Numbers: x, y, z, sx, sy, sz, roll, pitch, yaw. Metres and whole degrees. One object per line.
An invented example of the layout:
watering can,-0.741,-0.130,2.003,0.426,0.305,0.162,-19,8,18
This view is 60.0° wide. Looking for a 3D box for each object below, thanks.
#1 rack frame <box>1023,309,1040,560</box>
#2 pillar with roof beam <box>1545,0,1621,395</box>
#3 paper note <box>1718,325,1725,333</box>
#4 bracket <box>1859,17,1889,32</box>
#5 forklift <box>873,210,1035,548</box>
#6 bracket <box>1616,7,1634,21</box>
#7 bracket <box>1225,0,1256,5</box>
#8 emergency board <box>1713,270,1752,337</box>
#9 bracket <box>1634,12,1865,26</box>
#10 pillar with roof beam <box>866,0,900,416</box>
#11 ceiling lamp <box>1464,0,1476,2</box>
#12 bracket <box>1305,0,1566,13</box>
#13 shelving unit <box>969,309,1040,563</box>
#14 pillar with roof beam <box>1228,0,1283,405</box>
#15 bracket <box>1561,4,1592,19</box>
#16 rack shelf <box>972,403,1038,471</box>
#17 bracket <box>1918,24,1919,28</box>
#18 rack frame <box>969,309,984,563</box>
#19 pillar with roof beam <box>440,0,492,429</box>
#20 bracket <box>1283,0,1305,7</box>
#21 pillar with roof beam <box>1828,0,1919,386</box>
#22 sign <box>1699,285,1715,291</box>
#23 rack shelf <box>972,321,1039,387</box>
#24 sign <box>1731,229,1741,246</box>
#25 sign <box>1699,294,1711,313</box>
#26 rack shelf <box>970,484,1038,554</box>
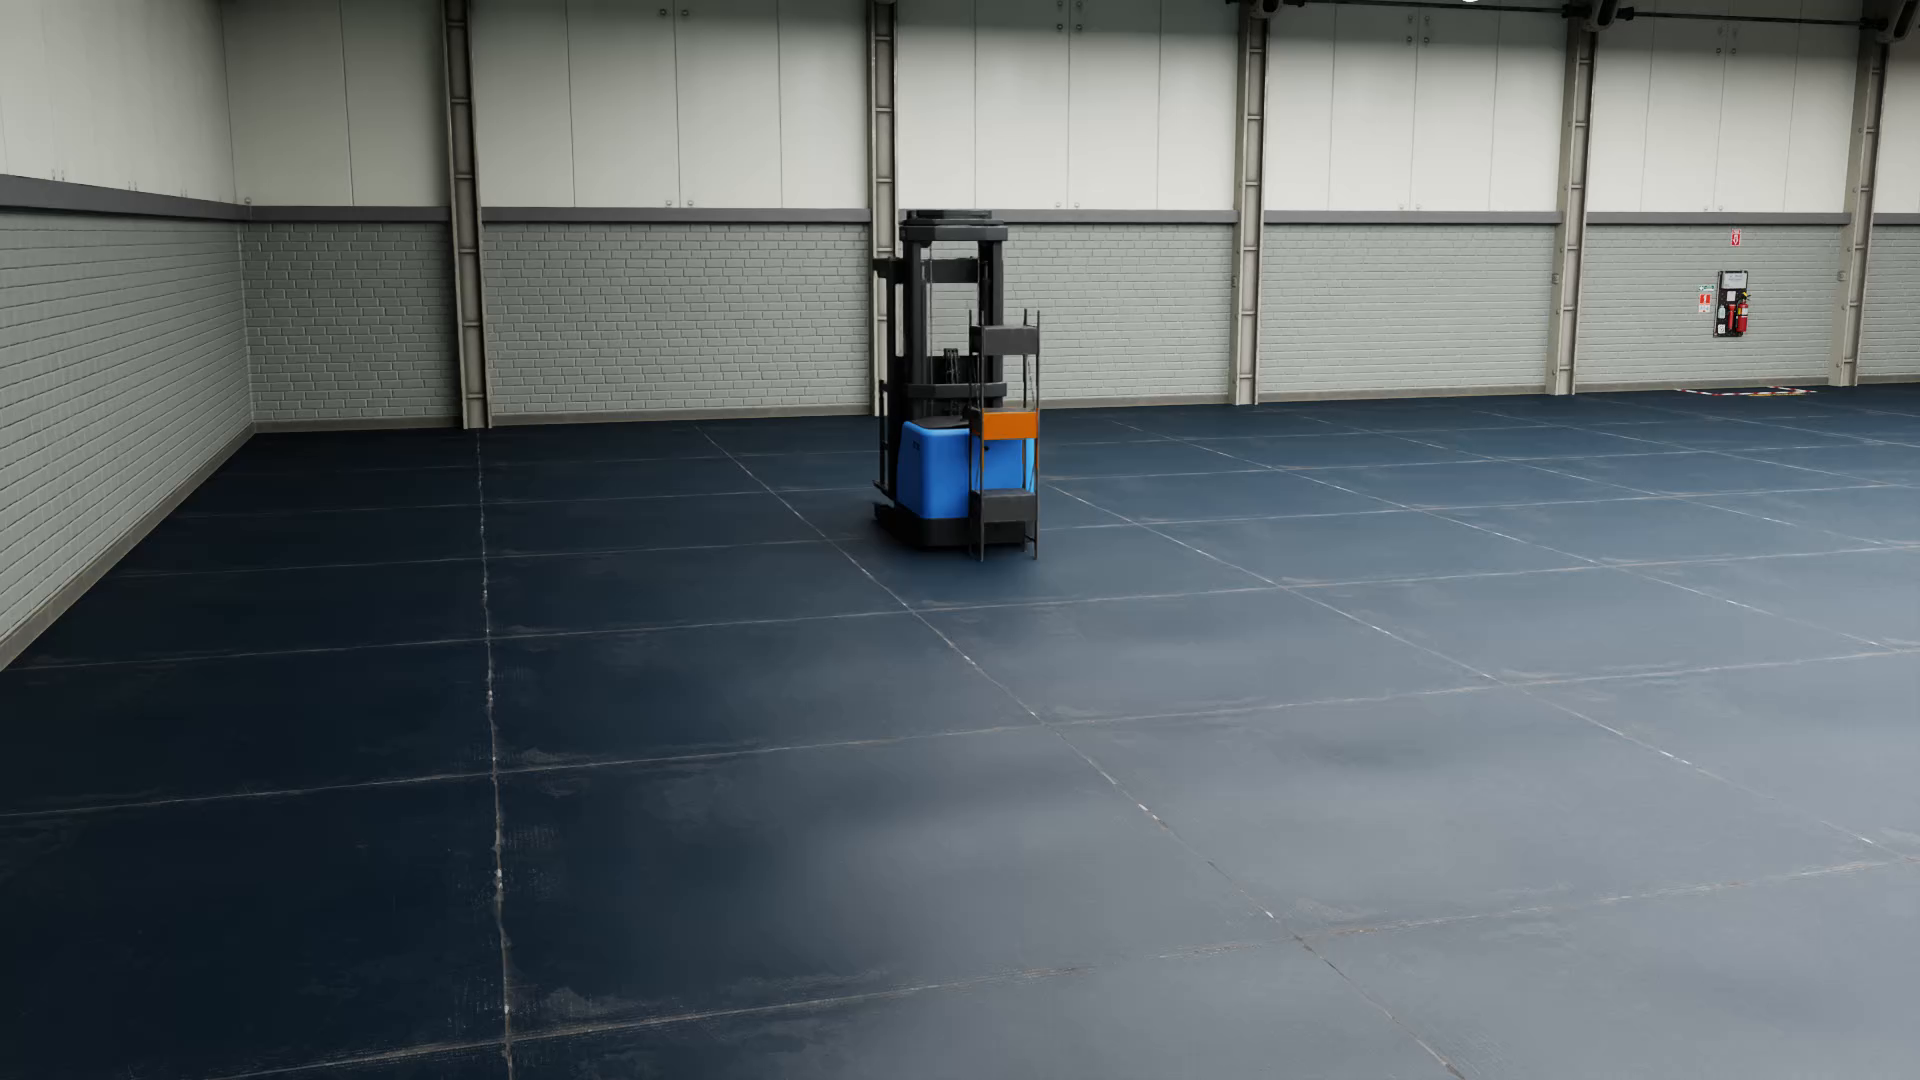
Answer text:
rack frame,0.606,-0.901,14.142,0.015,2.100,0.400,-3,11,-15
pillar with roof beam,11.575,-6.204,23.890,0.548,9.000,9.100,-3,11,-16
paper note,13.560,-3.757,29.600,0.142,0.148,0.016,-3,11,-16
bracket,15.833,-8.943,28.829,0.430,0.232,0.235,-3,11,-16
forklift,-0.198,-1.600,15.642,1.130,2.935,3.031,-3,11,-14
bracket,10.869,-8.682,27.408,0.430,0.232,0.235,-3,11,-16
bracket,4.311,-8.336,25.530,0.430,0.232,0.235,-3,11,-16
emergency board,13.749,-4.187,29.504,0.643,1.169,0.194,-3,11,-16
bracket,13.343,-8.812,28.116,4.783,0.066,0.076,-3,11,-16
pillar with roof beam,0.053,-5.596,20.591,0.548,9.000,9.100,-3,11,-16
ceiling lamp,7.175,-7.173,21.715,0.237,0.041,1.941,-3,11,-16
bracket,7.582,-8.508,26.467,4.783,0.066,0.076,-3,11,-16
shelving unit,0.370,-0.890,14.079,0.503,2.100,0.431,-3,11,-15
pillar with roof beam,5.814,-5.900,22.241,0.548,9.000,9.100,-3,11,-16
bracket,10.072,-8.640,27.180,0.430,0.232,0.235,-3,11,-16
rack shelf,0.370,-0.876,14.082,0.480,0.518,0.431,-3,11,-15
bracket,19.104,-9.116,29.766,4.783,0.066,0.076,-3,11,-16
rack frame,0.135,-0.878,14.016,0.015,2.100,0.400,-3,11,-15
pillar with roof beam,-5.708,-5.293,18.942,0.400,9.000,9.100,-3,11,-16
bracket,5.108,-8.378,25.759,0.430,0.232,0.235,-3,11,-16
pillar with roof beam,17.336,-6.507,25.539,0.548,9.000,9.100,-3,11,-16
sign,13.196,-4.454,29.391,0.331,0.109,0.001,-3,11,-16
rack shelf,0.370,-1.565,13.955,0.480,0.518,0.431,-3,11,-15
sign,13.714,-5.344,29.386,0.199,0.298,0.001,-3,11,-16
sign,13.189,-4.194,29.446,0.234,0.329,0.001,-3,11,-16
rack shelf,0.370,-0.188,14.208,0.480,0.518,0.431,-3,11,-15
